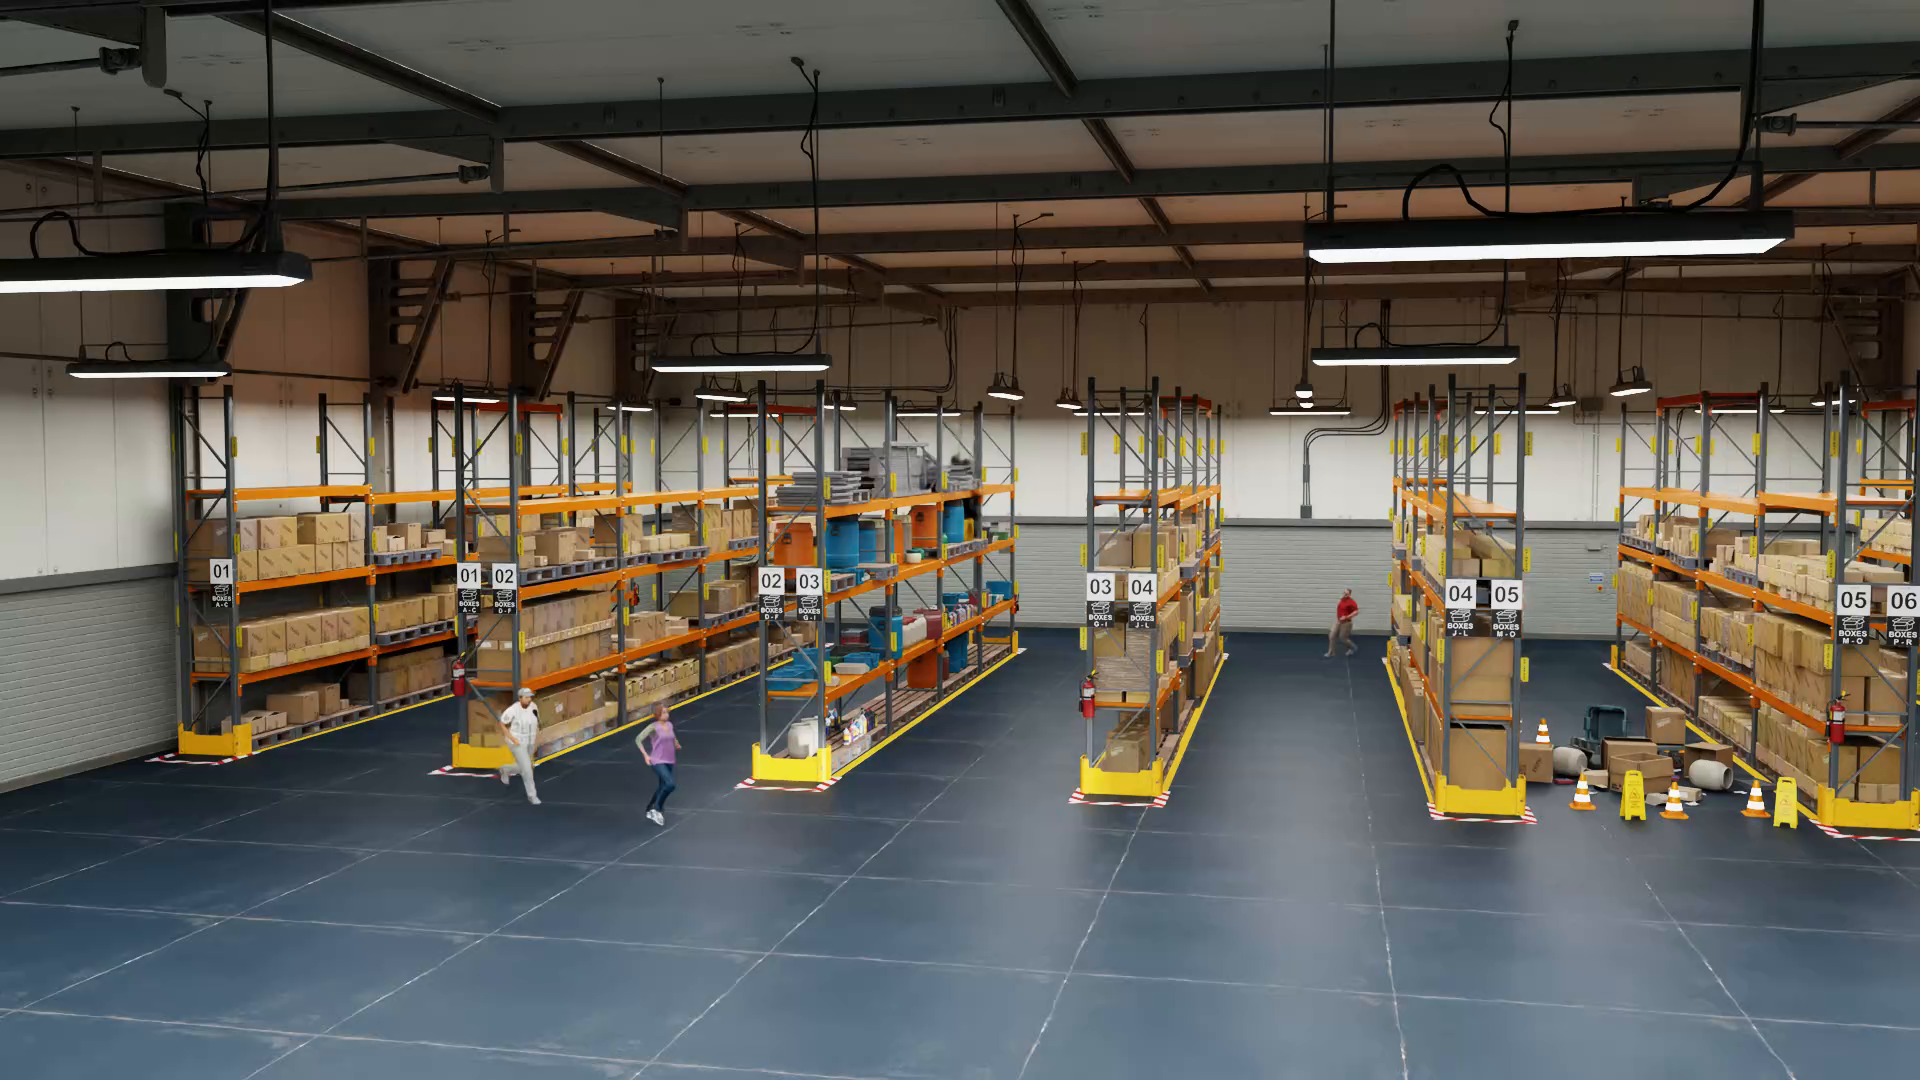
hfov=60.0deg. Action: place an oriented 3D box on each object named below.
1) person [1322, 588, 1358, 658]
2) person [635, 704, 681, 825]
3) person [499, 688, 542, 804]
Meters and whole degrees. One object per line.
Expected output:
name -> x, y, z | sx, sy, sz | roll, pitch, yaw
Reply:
person -> 9.149, 1.978, 39.415 | 0.845, 1.678, 0.763 | -1, 3, -22
person -> -3.934, 2.967, 21.989 | 0.655, 1.583, 0.509 | 2, 4, 32
person -> -6.232, 2.898, 23.536 | 0.887, 1.664, 0.606 | 2, 4, 36
